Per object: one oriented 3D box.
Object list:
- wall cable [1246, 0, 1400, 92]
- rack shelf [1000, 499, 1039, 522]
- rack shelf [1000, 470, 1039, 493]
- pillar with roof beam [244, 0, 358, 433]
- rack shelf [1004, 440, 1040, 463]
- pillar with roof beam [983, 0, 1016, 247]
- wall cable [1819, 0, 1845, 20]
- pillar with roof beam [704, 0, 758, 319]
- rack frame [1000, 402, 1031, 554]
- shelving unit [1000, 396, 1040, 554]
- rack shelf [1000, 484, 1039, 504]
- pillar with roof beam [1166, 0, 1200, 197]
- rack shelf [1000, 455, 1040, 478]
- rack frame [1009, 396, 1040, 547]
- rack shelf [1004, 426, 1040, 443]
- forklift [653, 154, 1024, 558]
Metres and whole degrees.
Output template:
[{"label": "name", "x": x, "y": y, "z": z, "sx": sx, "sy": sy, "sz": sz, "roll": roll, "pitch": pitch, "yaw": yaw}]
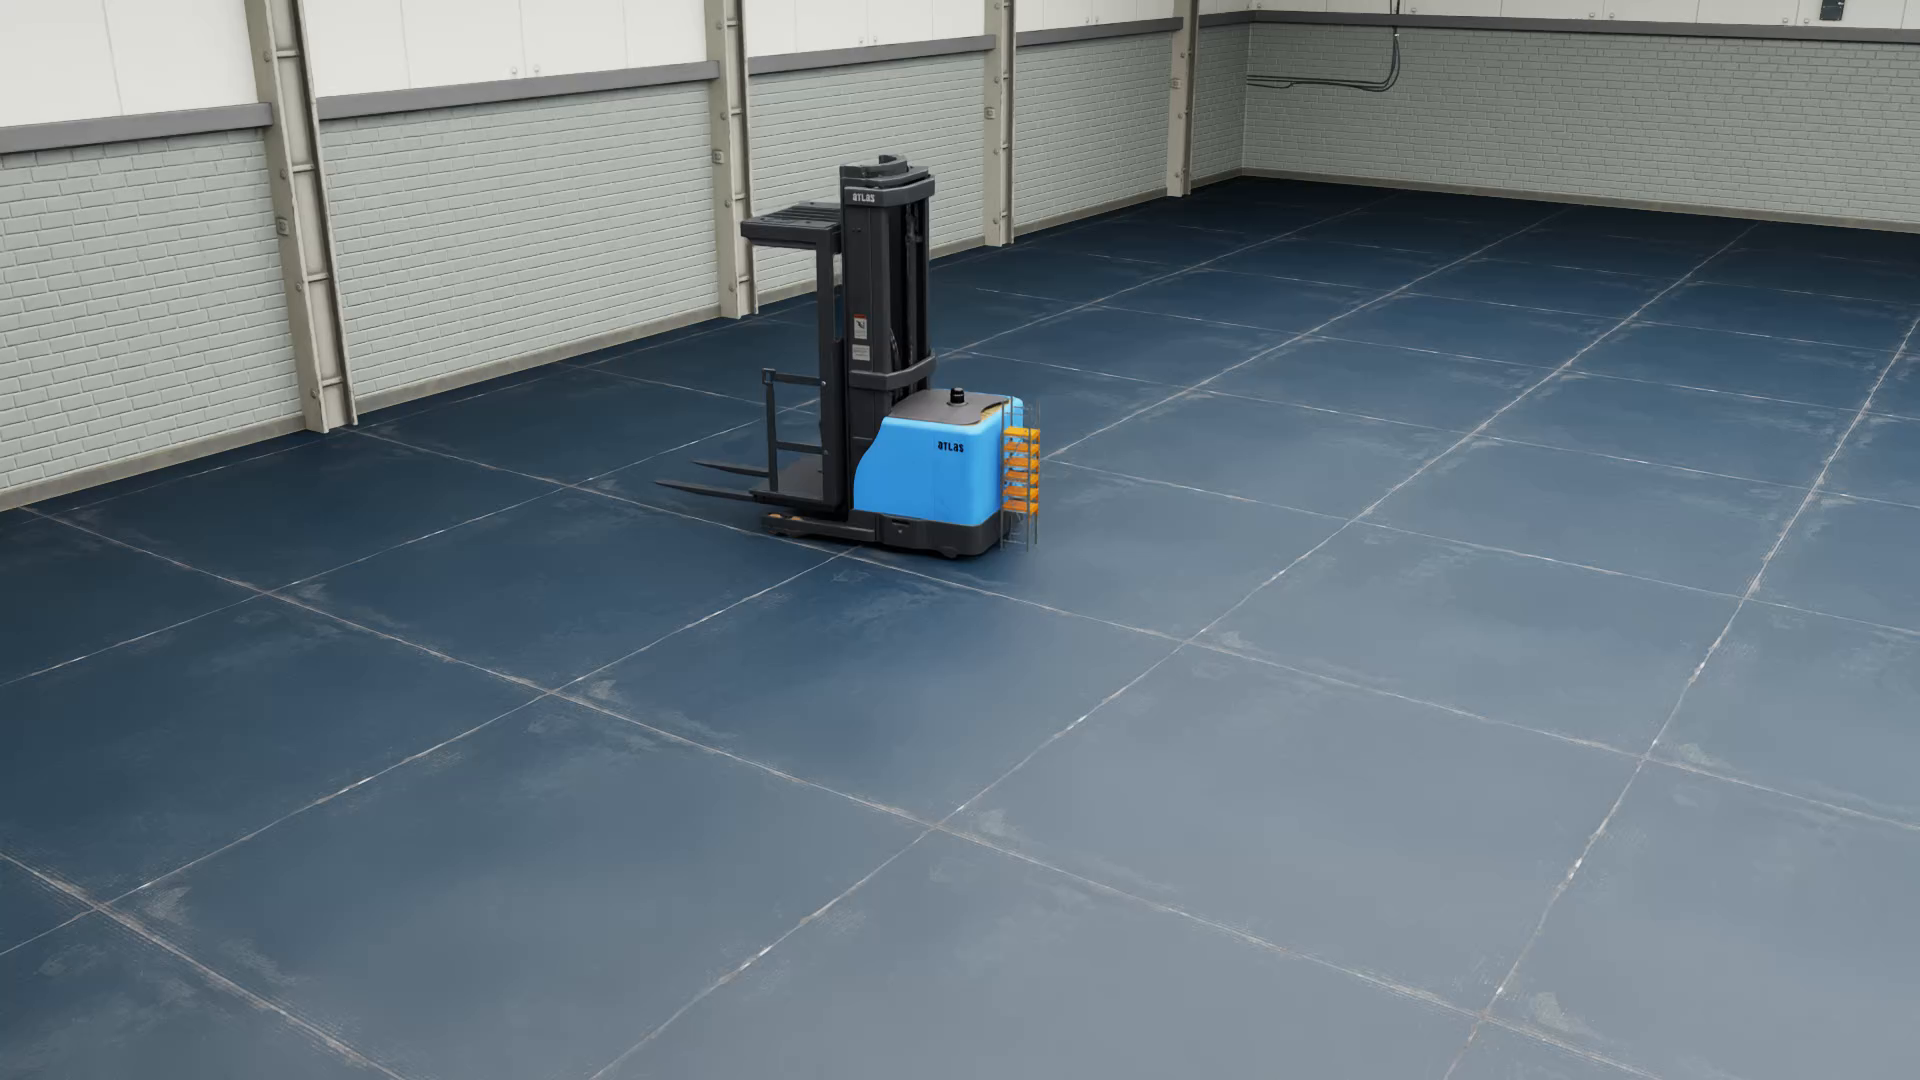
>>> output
[{"label": "wall cable", "x": 6.714, "y": -9.632, "z": 30.810, "sx": 3.097, "sy": 2.526, "sz": 0.112, "roll": 13, "pitch": 24, "yaw": 32}, {"label": "rack shelf", "x": 0.463, "y": -0.231, "z": 12.979, "sx": 0.258, "sy": 0.103, "sz": 0.180, "roll": 8, "pitch": 22, "yaw": 22}, {"label": "rack shelf", "x": 0.463, "y": -0.456, "z": 12.896, "sx": 0.258, "sy": 0.103, "sz": 0.180, "roll": 8, "pitch": 22, "yaw": 22}, {"label": "pillar with roof beam", "x": -2.594, "y": -4.497, "z": 12.451, "sx": 9.100, "sy": 9.000, "sz": 0.400, "roll": 13, "pitch": 24, "yaw": 32}, {"label": "rack shelf", "x": 0.463, "y": -0.681, "z": 12.813, "sx": 0.258, "sy": 0.103, "sz": 0.180, "roll": 8, "pitch": 22, "yaw": 22}, {"label": "pillar with roof beam", "x": 4.152, "y": -7.940, "z": 21.760, "sx": 9.100, "sy": 9.000, "sz": 0.400, "roll": 13, "pitch": 24, "yaw": 32}, {"label": "wall cable", "x": 14.557, "y": -10.828, "z": 24.664, "sx": 2.305, "sy": 6.003, "sz": 0.169, "roll": 13, "pitch": 24, "yaw": 32}, {"label": "pillar with roof beam", "x": 0.779, "y": -6.219, "z": 17.106, "sx": 9.100, "sy": 9.000, "sz": 0.400, "roll": 13, "pitch": 24, "yaw": 32}, {"label": "rack frame", "x": 0.427, "y": -0.469, "z": 12.802, "sx": 0.240, "sy": 1.200, "sz": 0.006, "roll": 8, "pitch": 22, "yaw": 22}, {"label": "shelving unit", "x": 0.463, "y": -0.498, "z": 12.881, "sx": 0.258, "sy": 1.200, "sz": 0.189, "roll": 8, "pitch": 22, "yaw": 22}, {"label": "rack shelf", "x": 0.463, "y": -0.344, "z": 12.938, "sx": 0.258, "sy": 0.103, "sz": 0.180, "roll": 8, "pitch": 22, "yaw": 22}, {"label": "pillar with roof beam", "x": 7.525, "y": -9.662, "z": 26.414, "sx": 9.100, "sy": 9.000, "sz": 0.400, "roll": 13, "pitch": 24, "yaw": 32}, {"label": "rack shelf", "x": 0.463, "y": -0.569, "z": 12.854, "sx": 0.258, "sy": 0.103, "sz": 0.180, "roll": 8, "pitch": 22, "yaw": 22}, {"label": "rack frame", "x": 0.499, "y": -0.527, "z": 12.959, "sx": 0.240, "sy": 1.200, "sz": 0.006, "roll": 8, "pitch": 22, "yaw": 22}, {"label": "rack shelf", "x": 0.464, "y": -0.794, "z": 12.771, "sx": 0.258, "sy": 0.103, "sz": 0.180, "roll": 8, "pitch": 22, "yaw": 22}, {"label": "forklift", "x": -1.048, "y": -1.551, "z": 13.233, "sx": 3.031, "sy": 2.935, "sz": 1.130, "roll": 8, "pitch": 22, "yaw": 22}]
